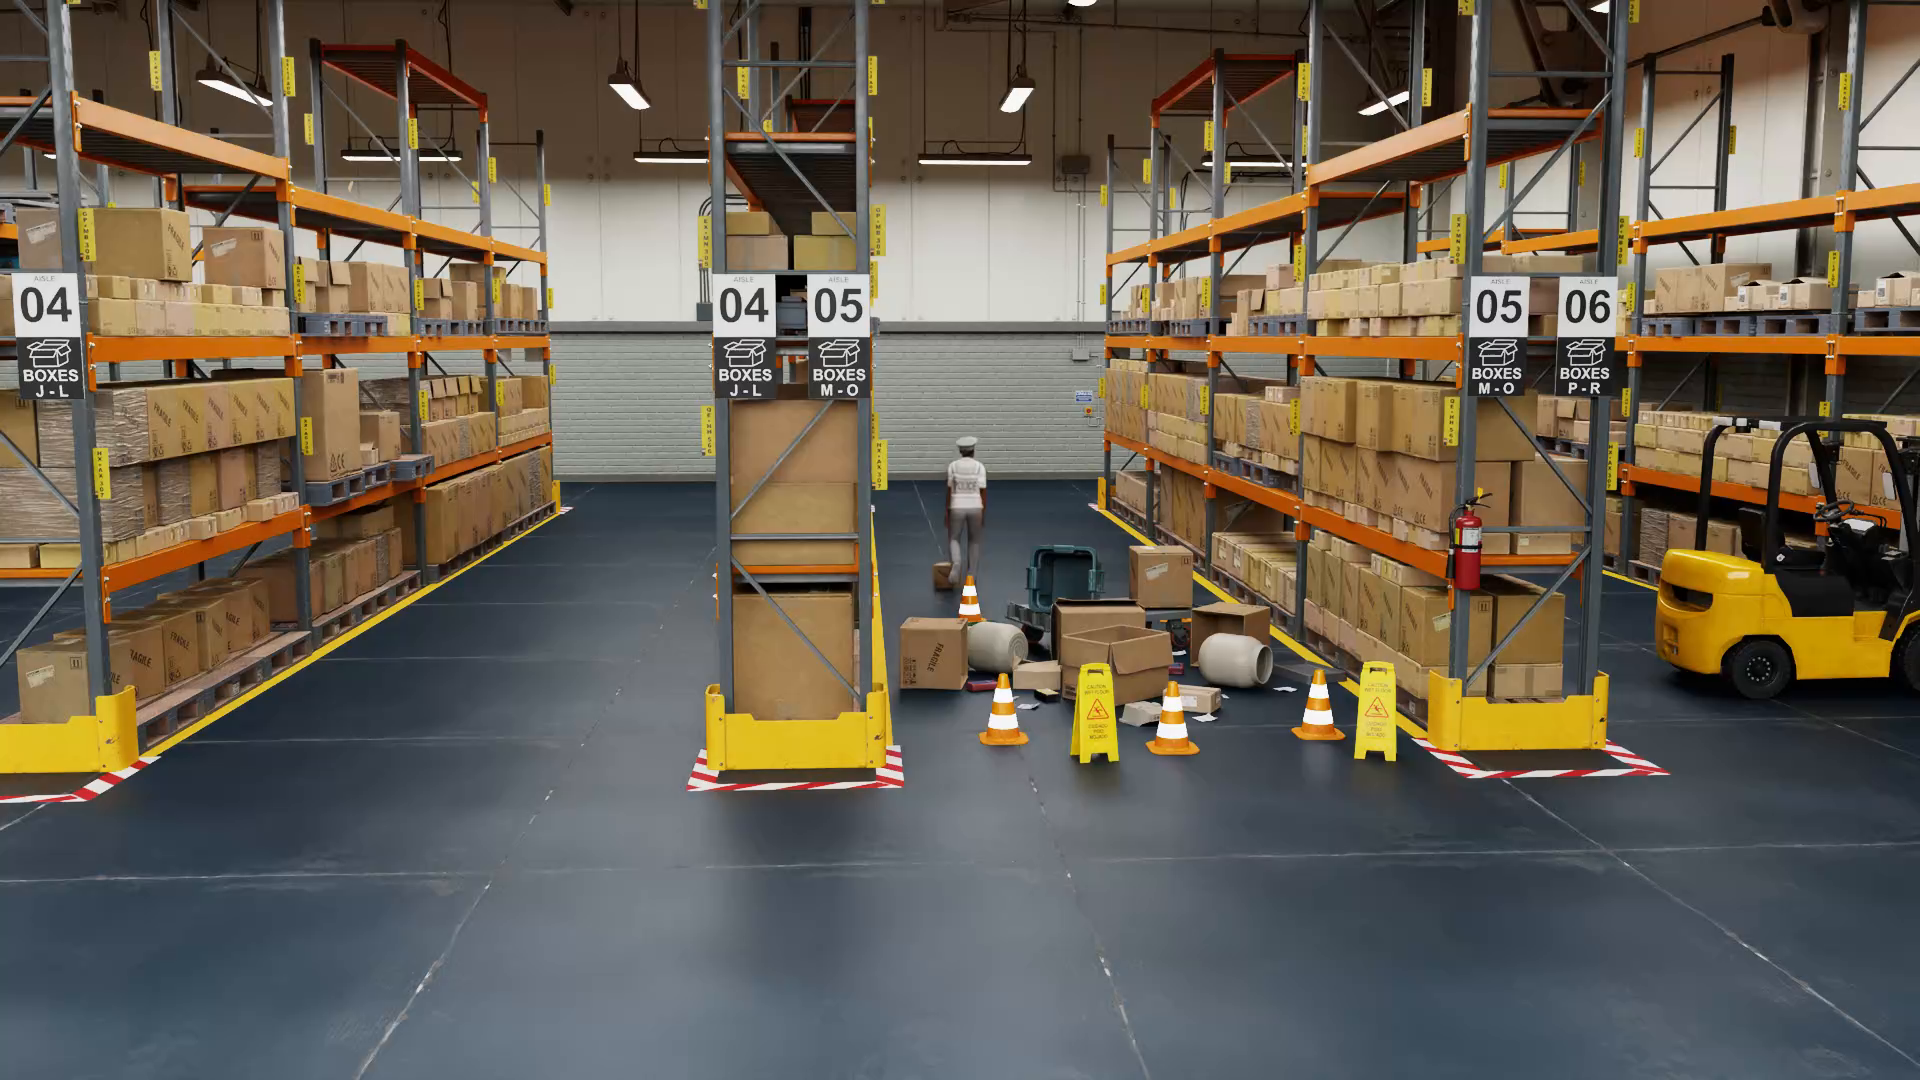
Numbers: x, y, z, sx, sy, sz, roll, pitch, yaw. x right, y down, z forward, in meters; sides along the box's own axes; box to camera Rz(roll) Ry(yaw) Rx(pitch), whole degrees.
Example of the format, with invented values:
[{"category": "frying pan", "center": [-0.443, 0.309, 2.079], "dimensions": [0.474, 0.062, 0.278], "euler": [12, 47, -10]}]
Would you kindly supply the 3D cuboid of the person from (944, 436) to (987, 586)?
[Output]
[{"category": "person", "center": [0.058, -0.307, 18.506], "dimensions": [0.475, 1.673, 0.502], "euler": [0, 7, 4]}]
